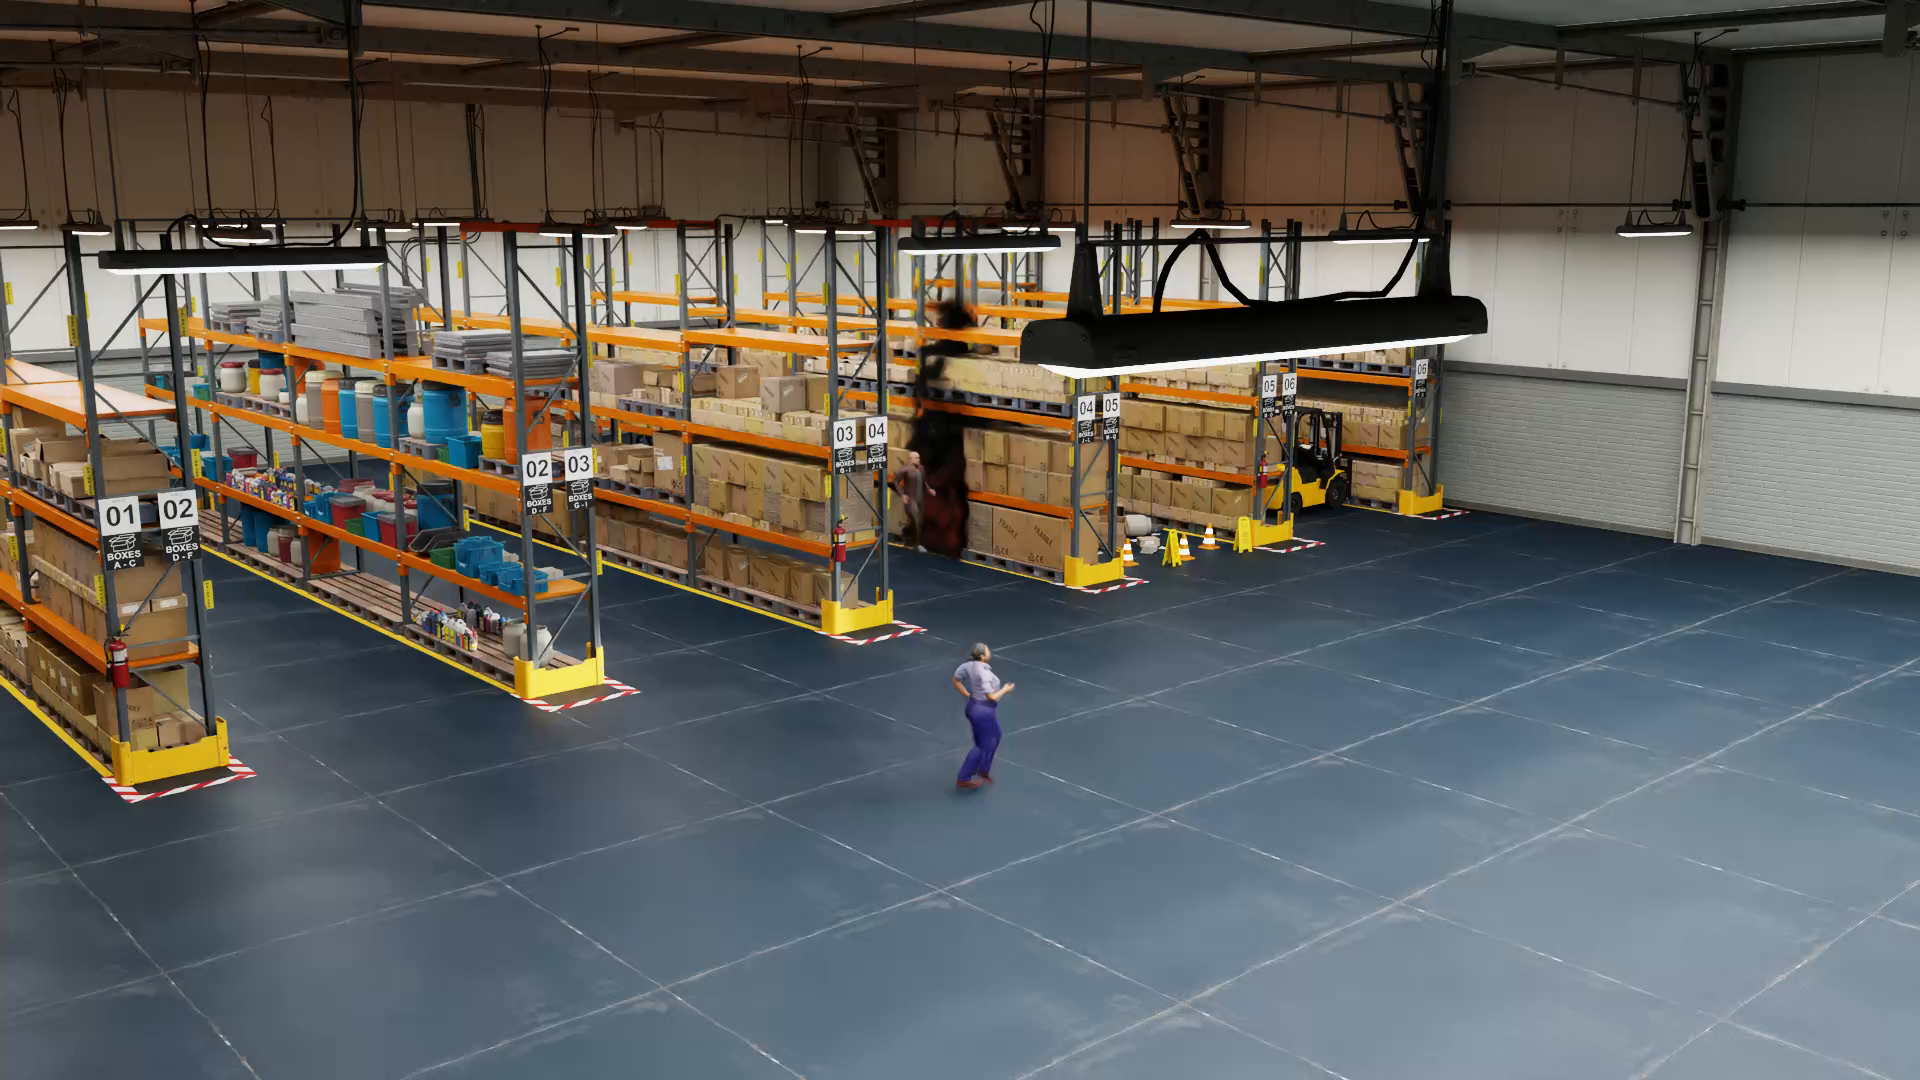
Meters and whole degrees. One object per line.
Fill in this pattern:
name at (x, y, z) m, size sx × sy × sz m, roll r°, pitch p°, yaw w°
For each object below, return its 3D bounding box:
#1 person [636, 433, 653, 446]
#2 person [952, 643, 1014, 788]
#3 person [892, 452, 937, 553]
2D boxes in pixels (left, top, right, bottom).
person at (-7.829, -2.717, 41.382) m, size 0.613 × 1.586 × 0.606 m, roll 4°, pitch 12°, yaw 19°
person at (0.258, 1.939, 18.207) m, size 0.663 × 1.678 × 0.582 m, roll -4°, pitch 12°, yaw -20°
person at (-0.857, -0.695, 29.472) m, size 0.693 × 1.767 × 0.790 m, roll -10°, pitch 15°, yaw -41°
